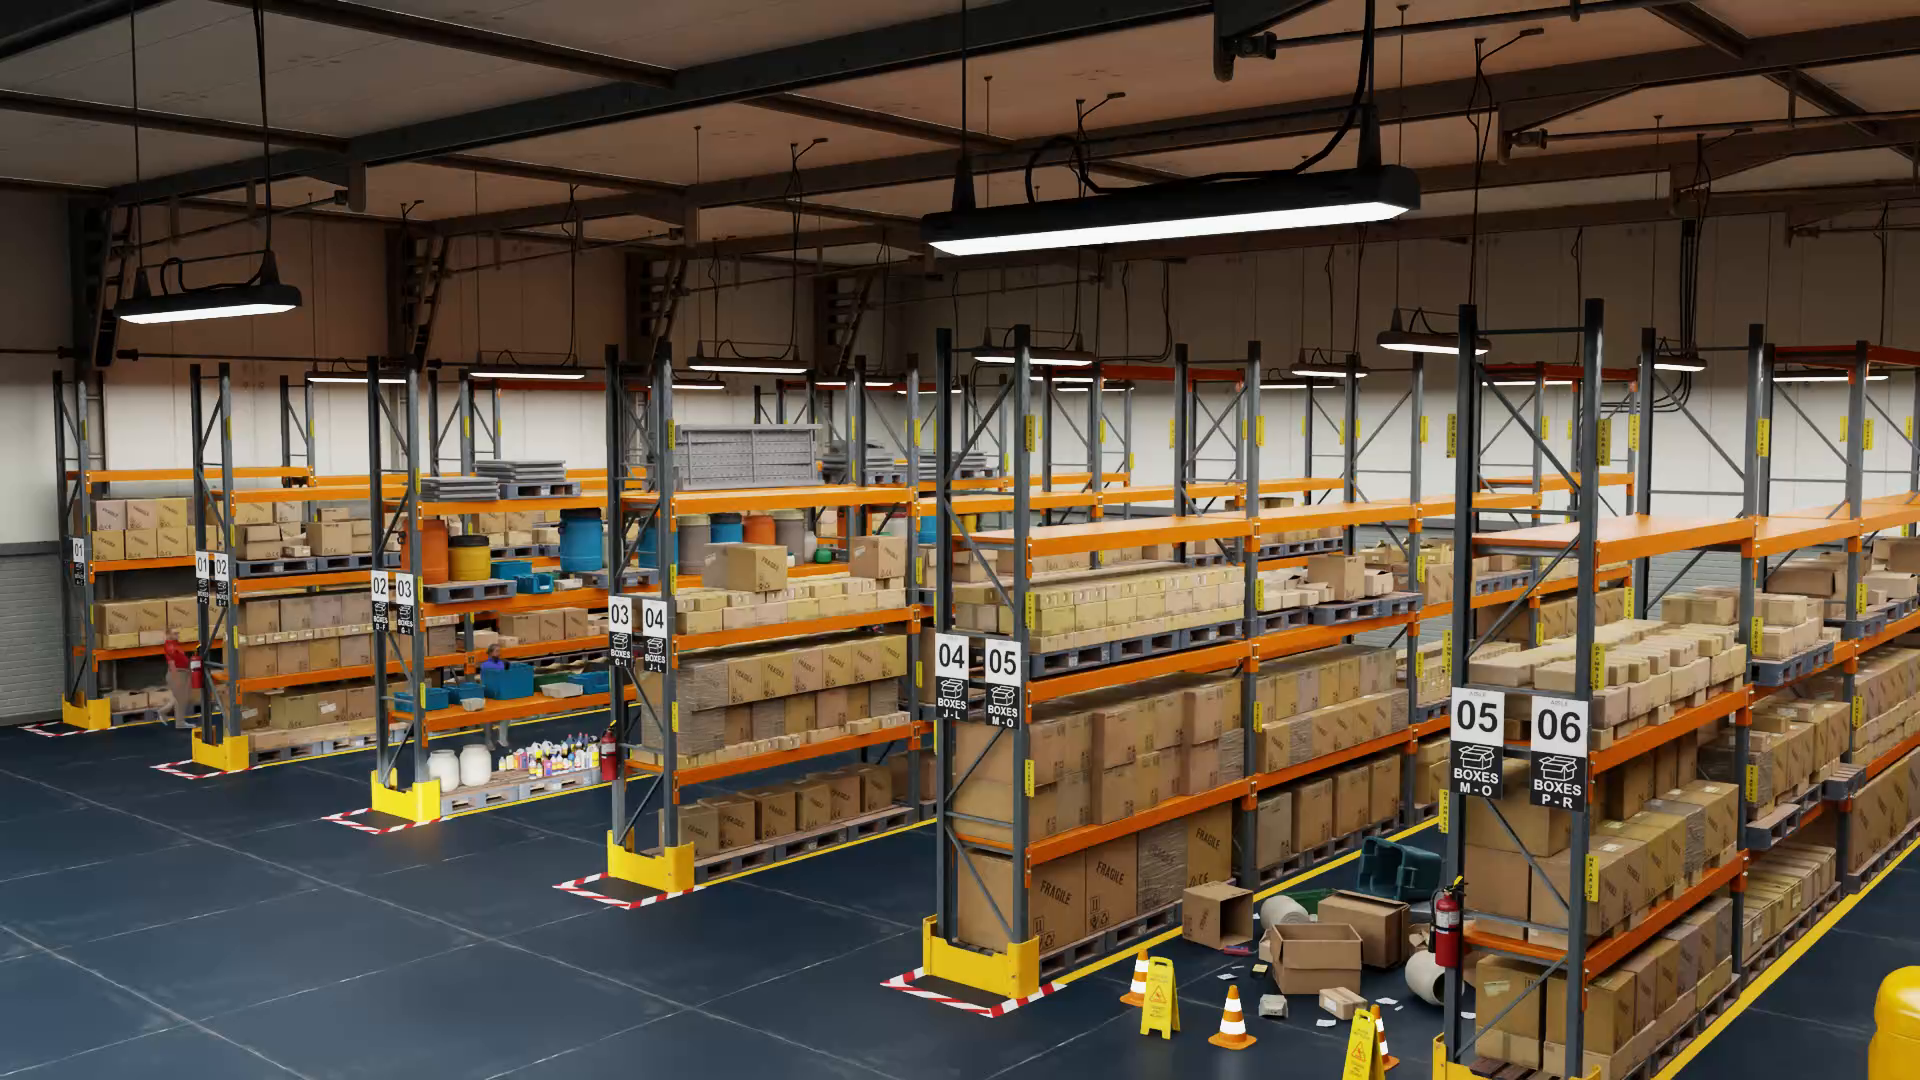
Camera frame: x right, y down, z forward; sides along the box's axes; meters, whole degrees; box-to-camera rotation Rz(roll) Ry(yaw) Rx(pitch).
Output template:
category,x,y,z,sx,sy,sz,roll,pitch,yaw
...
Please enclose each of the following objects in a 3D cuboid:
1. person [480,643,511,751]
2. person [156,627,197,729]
category,x,y,z,sx,sy,sz,roll,pitch,yaw
person,-7.330,2.497,26.160,0.327,1.720,0.532,3,5,35
person,-13.079,2.296,27.691,0.619,1.711,0.553,-1,4,-19
